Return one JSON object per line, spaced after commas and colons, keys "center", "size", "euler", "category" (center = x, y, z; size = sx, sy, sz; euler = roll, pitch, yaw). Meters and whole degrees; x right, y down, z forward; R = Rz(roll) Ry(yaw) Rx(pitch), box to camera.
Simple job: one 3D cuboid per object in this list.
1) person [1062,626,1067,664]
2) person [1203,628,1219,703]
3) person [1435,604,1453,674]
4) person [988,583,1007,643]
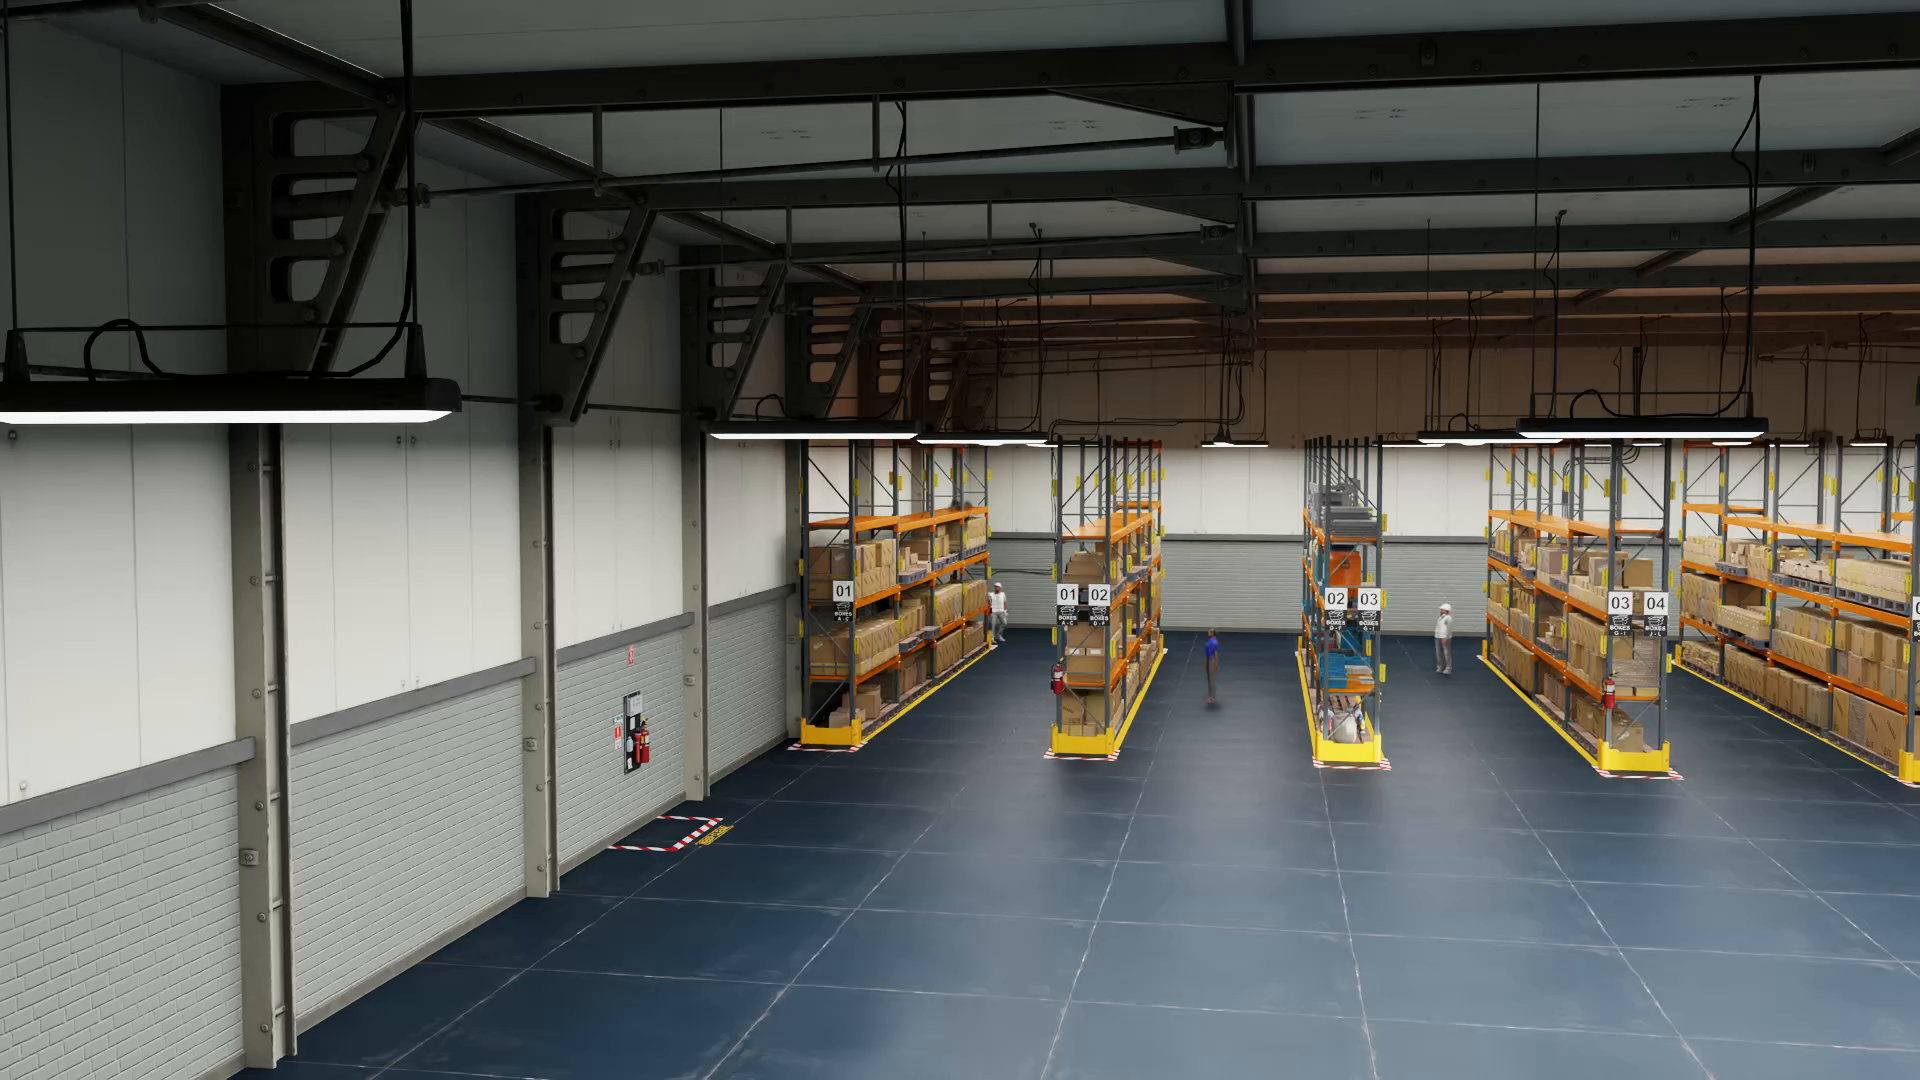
{"center": [2.908, 2.458, 44.637], "size": [0.512, 1.675, 0.745], "euler": [3, 4, 44], "category": "person"}
{"center": [5.711, 2.850, 37.952], "size": [0.412, 1.657, 0.593], "euler": [0, 3, -4], "category": "person"}
{"center": [12.420, 2.526, 42.712], "size": [0.439, 1.783, 0.539], "euler": [-2, 4, -29], "category": "person"}
{"center": [1.101, 2.164, 49.420], "size": [0.630, 1.779, 0.543], "euler": [-1, 3, -20], "category": "person"}
